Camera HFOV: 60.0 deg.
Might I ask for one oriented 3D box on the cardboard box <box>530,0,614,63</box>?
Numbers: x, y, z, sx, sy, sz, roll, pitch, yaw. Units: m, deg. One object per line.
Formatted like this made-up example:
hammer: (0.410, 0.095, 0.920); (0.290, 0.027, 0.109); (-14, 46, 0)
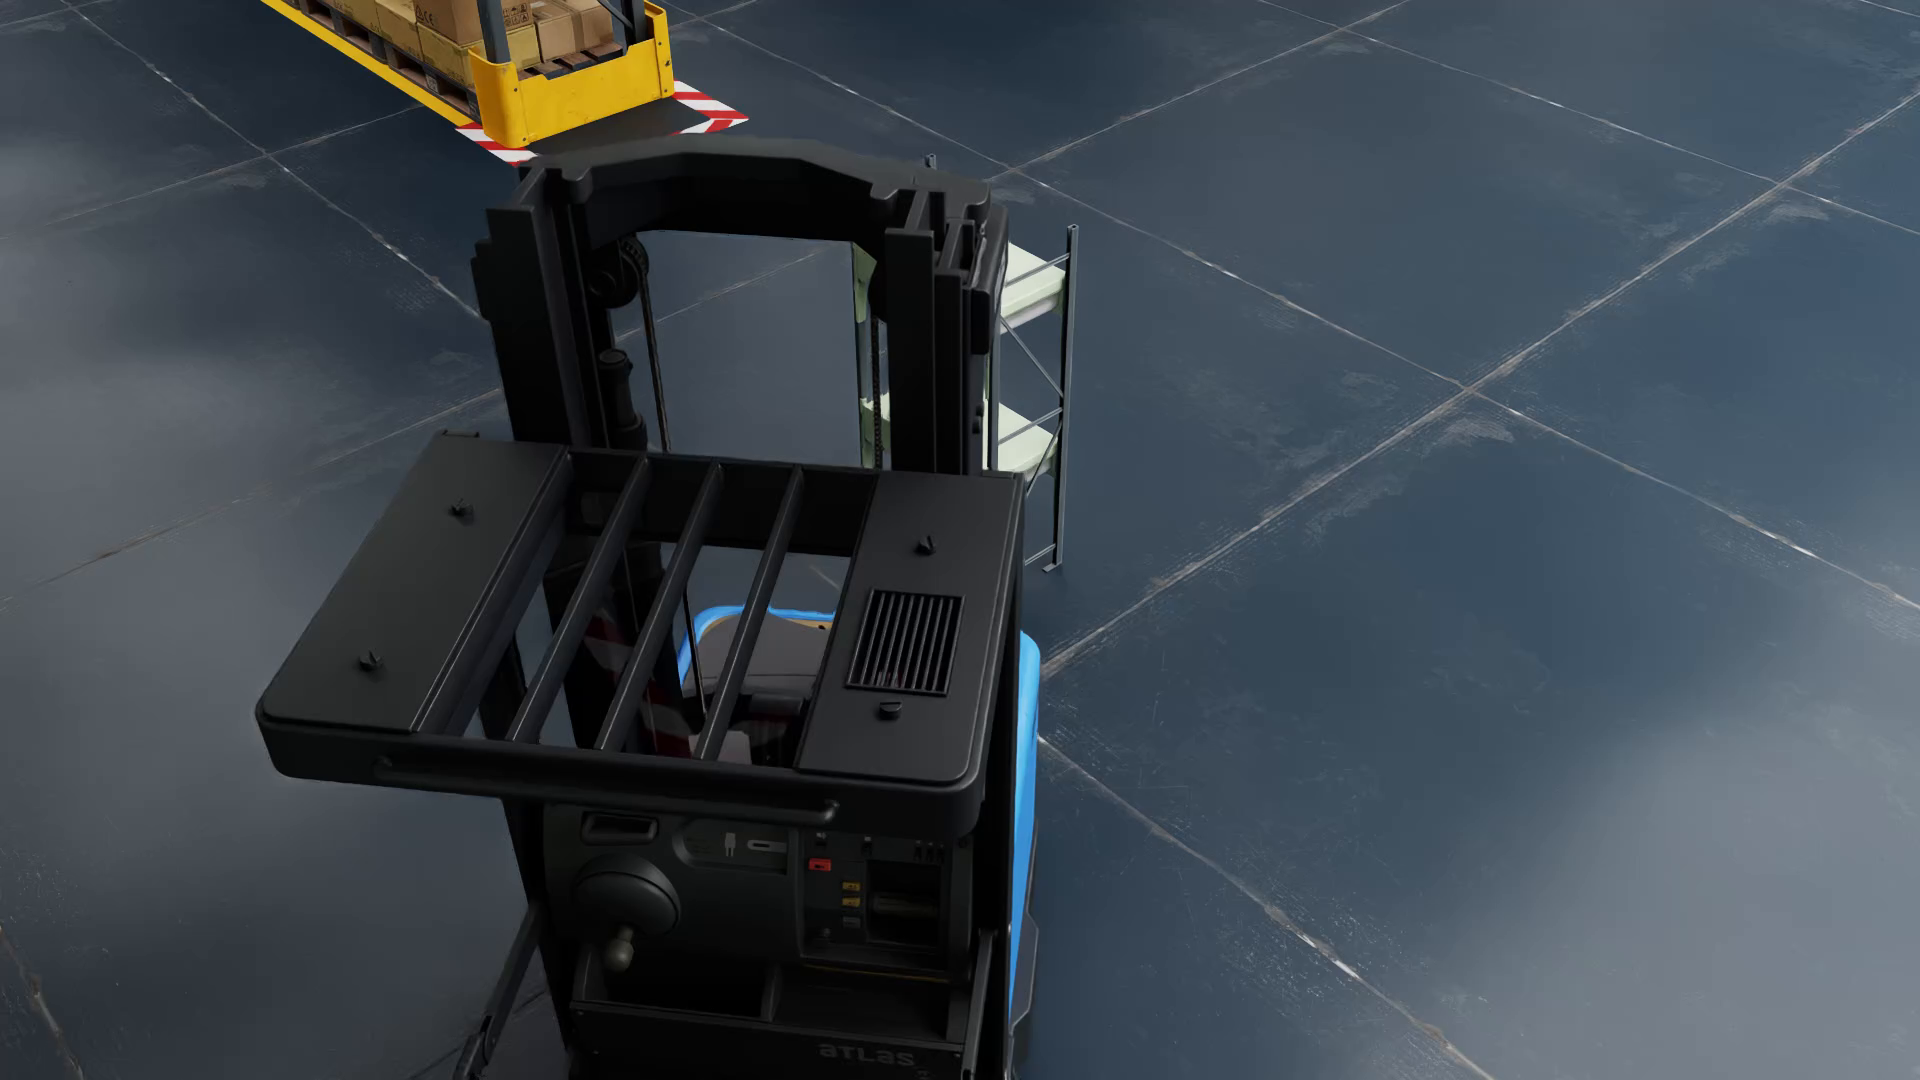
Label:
cardboard box: (-2.470, -3.167, 10.138); (0.500, 0.250, 0.500); (-30, 48, -32)

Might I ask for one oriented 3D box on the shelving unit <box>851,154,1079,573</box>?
shelving unit: (0.005, -0.580, 6.275); (0.431, 1.500, 0.755); (-30, 48, -32)

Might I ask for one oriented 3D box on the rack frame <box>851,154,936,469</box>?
rack frame: (-0.243, -0.750, 6.485); (0.400, 1.500, 0.023); (-30, 48, -32)

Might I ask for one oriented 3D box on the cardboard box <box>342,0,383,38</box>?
cardboard box: (-3.538, -3.404, 10.432); (0.500, 0.250, 0.500); (-30, 48, -32)

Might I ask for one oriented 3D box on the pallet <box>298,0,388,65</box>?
pallet: (-3.641, -3.546, 10.973); (1.003, 0.211, 1.213); (-30, 48, -32)

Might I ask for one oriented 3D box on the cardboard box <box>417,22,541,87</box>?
cardboard box: (-2.852, -2.947, 9.866); (0.500, 0.250, 0.500); (-30, 48, -32)

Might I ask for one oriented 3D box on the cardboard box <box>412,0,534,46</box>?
cardboard box: (-2.854, -3.238, 9.629); (0.500, 0.500, 0.500); (-30, 48, -32)

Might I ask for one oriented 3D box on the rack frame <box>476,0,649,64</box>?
rack frame: (-2.272, -3.731, 8.982); (1.000, 3.000, 0.127); (-30, 48, -32)

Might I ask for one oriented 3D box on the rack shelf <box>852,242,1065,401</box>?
rack shelf: (0.005, -0.884, 6.030); (0.431, 0.370, 0.720); (-30, 48, -32)

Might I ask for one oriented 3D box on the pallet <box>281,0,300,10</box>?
pallet: (-4.470, -4.111, 11.672); (1.003, 0.211, 1.213); (-30, 48, -32)

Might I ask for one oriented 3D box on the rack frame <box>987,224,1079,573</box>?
rack frame: (0.252, -0.411, 6.065); (0.400, 1.500, 0.023); (-30, 48, -32)

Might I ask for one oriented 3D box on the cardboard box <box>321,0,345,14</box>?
cardboard box: (-3.875, -3.636, 10.719); (0.500, 0.250, 0.500); (-30, 48, -32)

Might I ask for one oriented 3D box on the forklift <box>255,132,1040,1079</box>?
forklift: (-0.460, 0.827, 3.394); (1.130, 2.935, 3.031); (5, 39, 6)

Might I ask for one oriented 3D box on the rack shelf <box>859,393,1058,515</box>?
rack shelf: (0.005, -0.327, 6.480); (0.431, 0.370, 0.720); (-30, 48, -32)

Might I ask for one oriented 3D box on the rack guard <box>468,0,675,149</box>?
rack guard: (-2.255, -2.747, 9.754); (1.175, 0.500, 0.348); (-30, 48, -32)

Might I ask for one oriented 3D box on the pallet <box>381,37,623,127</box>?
pallet: (-2.820, -2.982, 10.274); (1.003, 0.211, 1.213); (-30, 48, -32)

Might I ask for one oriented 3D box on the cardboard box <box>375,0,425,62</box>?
cardboard box: (-3.199, -3.173, 10.146); (0.500, 0.250, 0.500); (-30, 48, -32)
